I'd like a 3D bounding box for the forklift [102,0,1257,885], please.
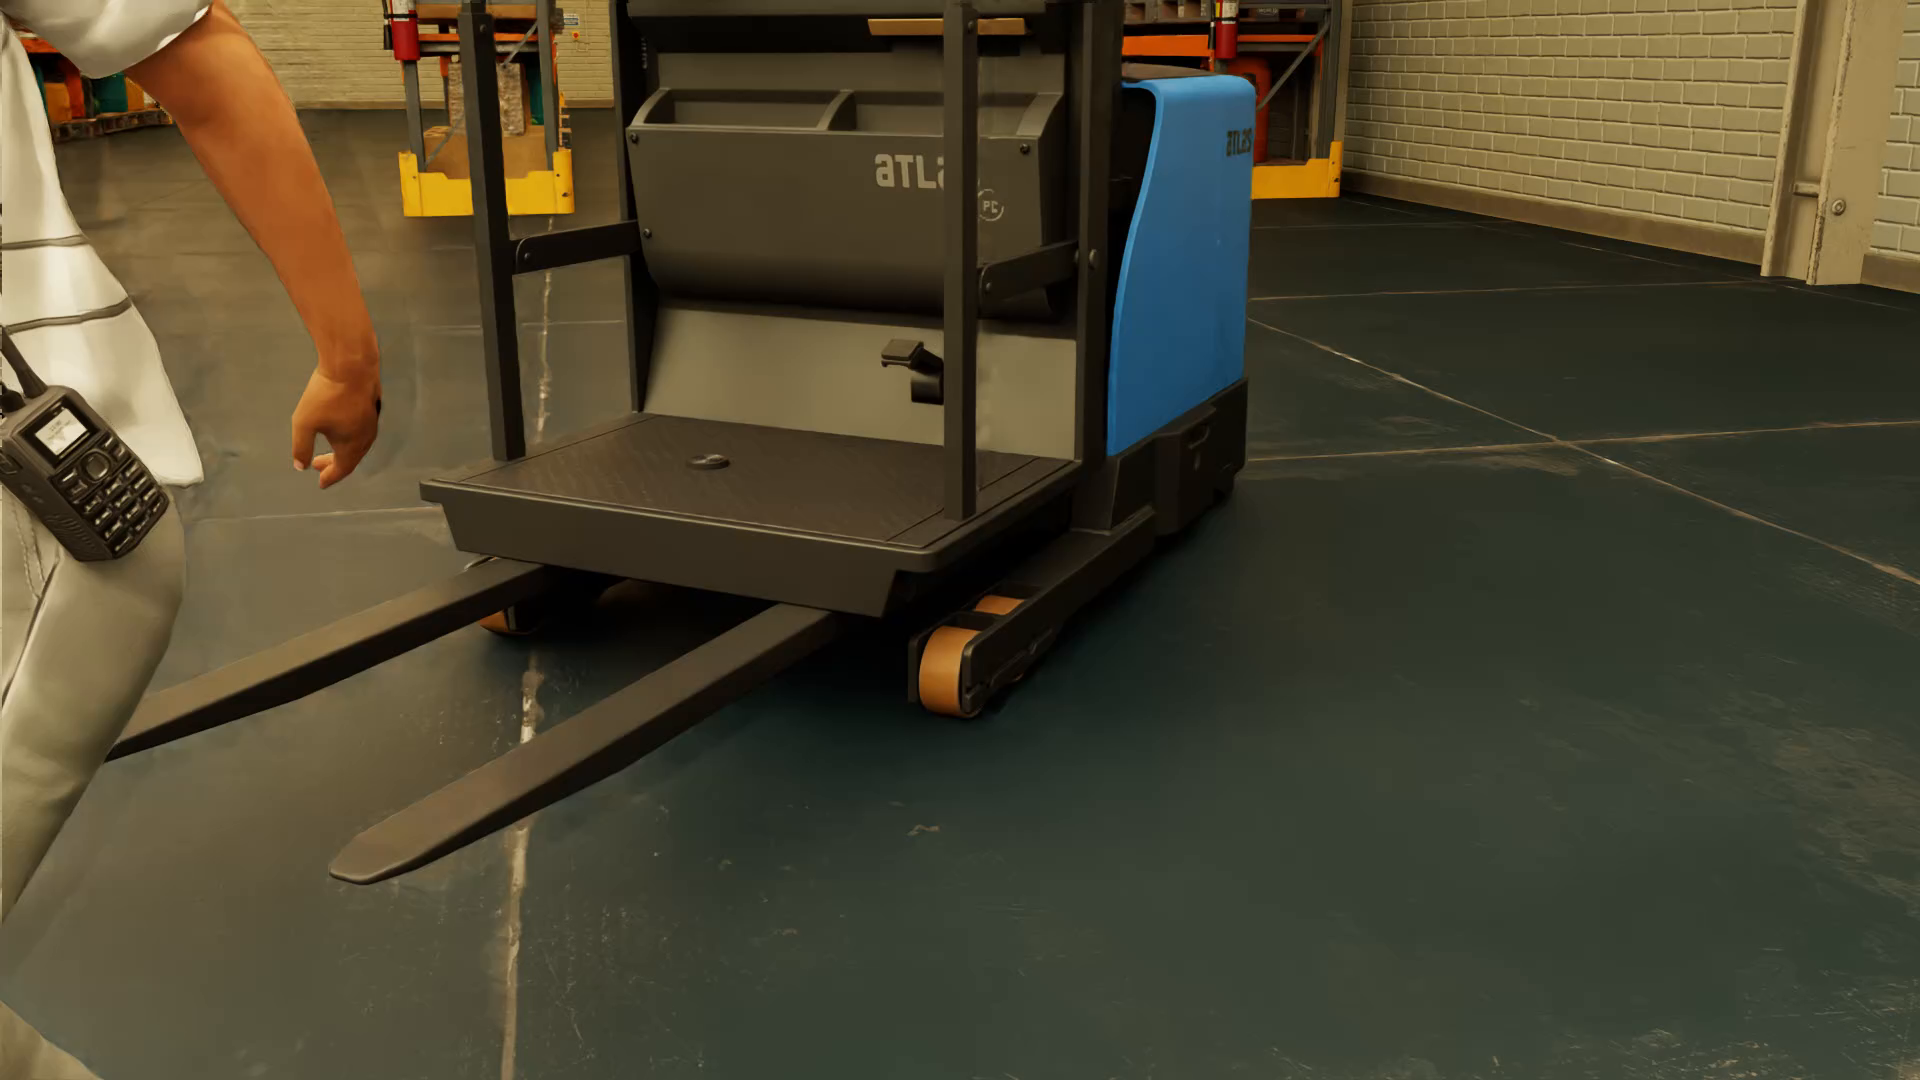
[{"bbox_3d":[-0.332,-1.228,3.003,1.130,2.935,3.031,8,18,24],"label":"forklift"}]
